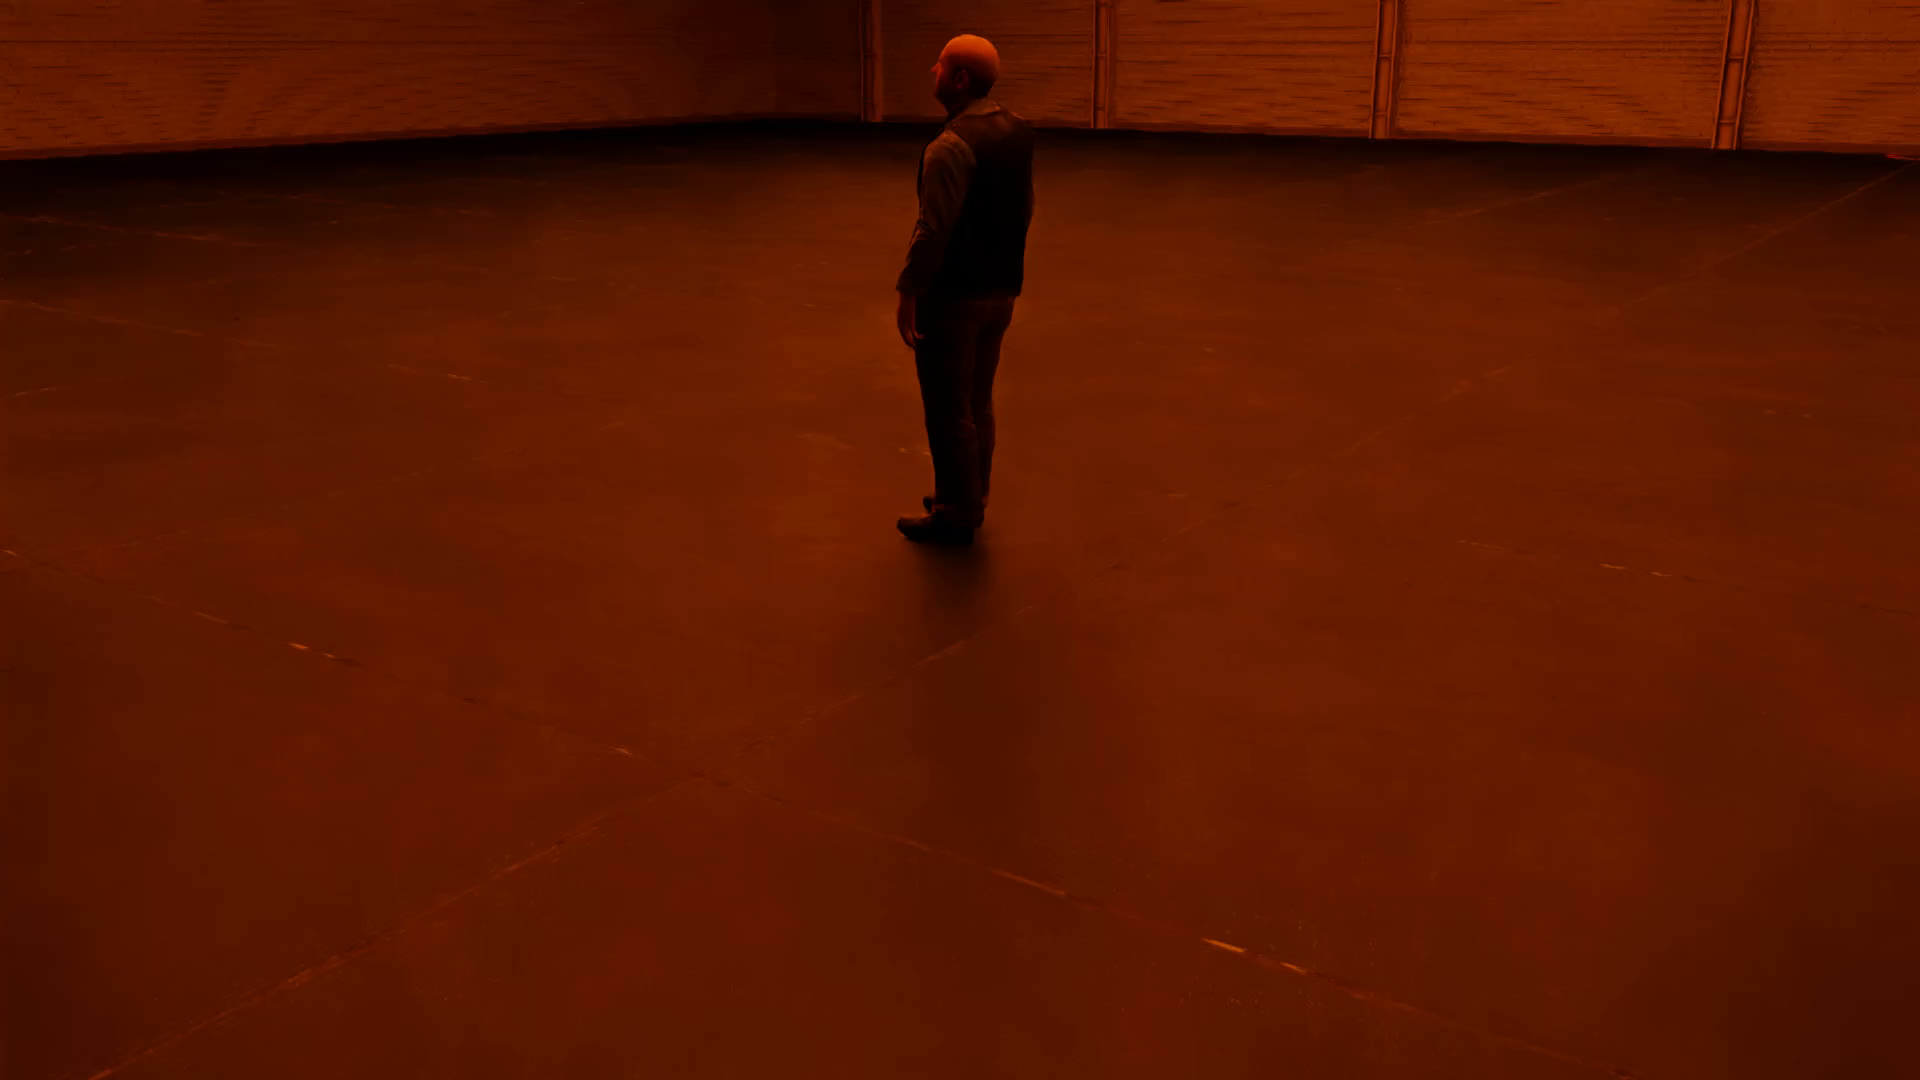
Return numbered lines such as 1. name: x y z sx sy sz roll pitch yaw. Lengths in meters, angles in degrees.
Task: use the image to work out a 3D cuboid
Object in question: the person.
1. person: -0.047 -0.843 5.740 0.567 1.720 0.632 11 20 33
